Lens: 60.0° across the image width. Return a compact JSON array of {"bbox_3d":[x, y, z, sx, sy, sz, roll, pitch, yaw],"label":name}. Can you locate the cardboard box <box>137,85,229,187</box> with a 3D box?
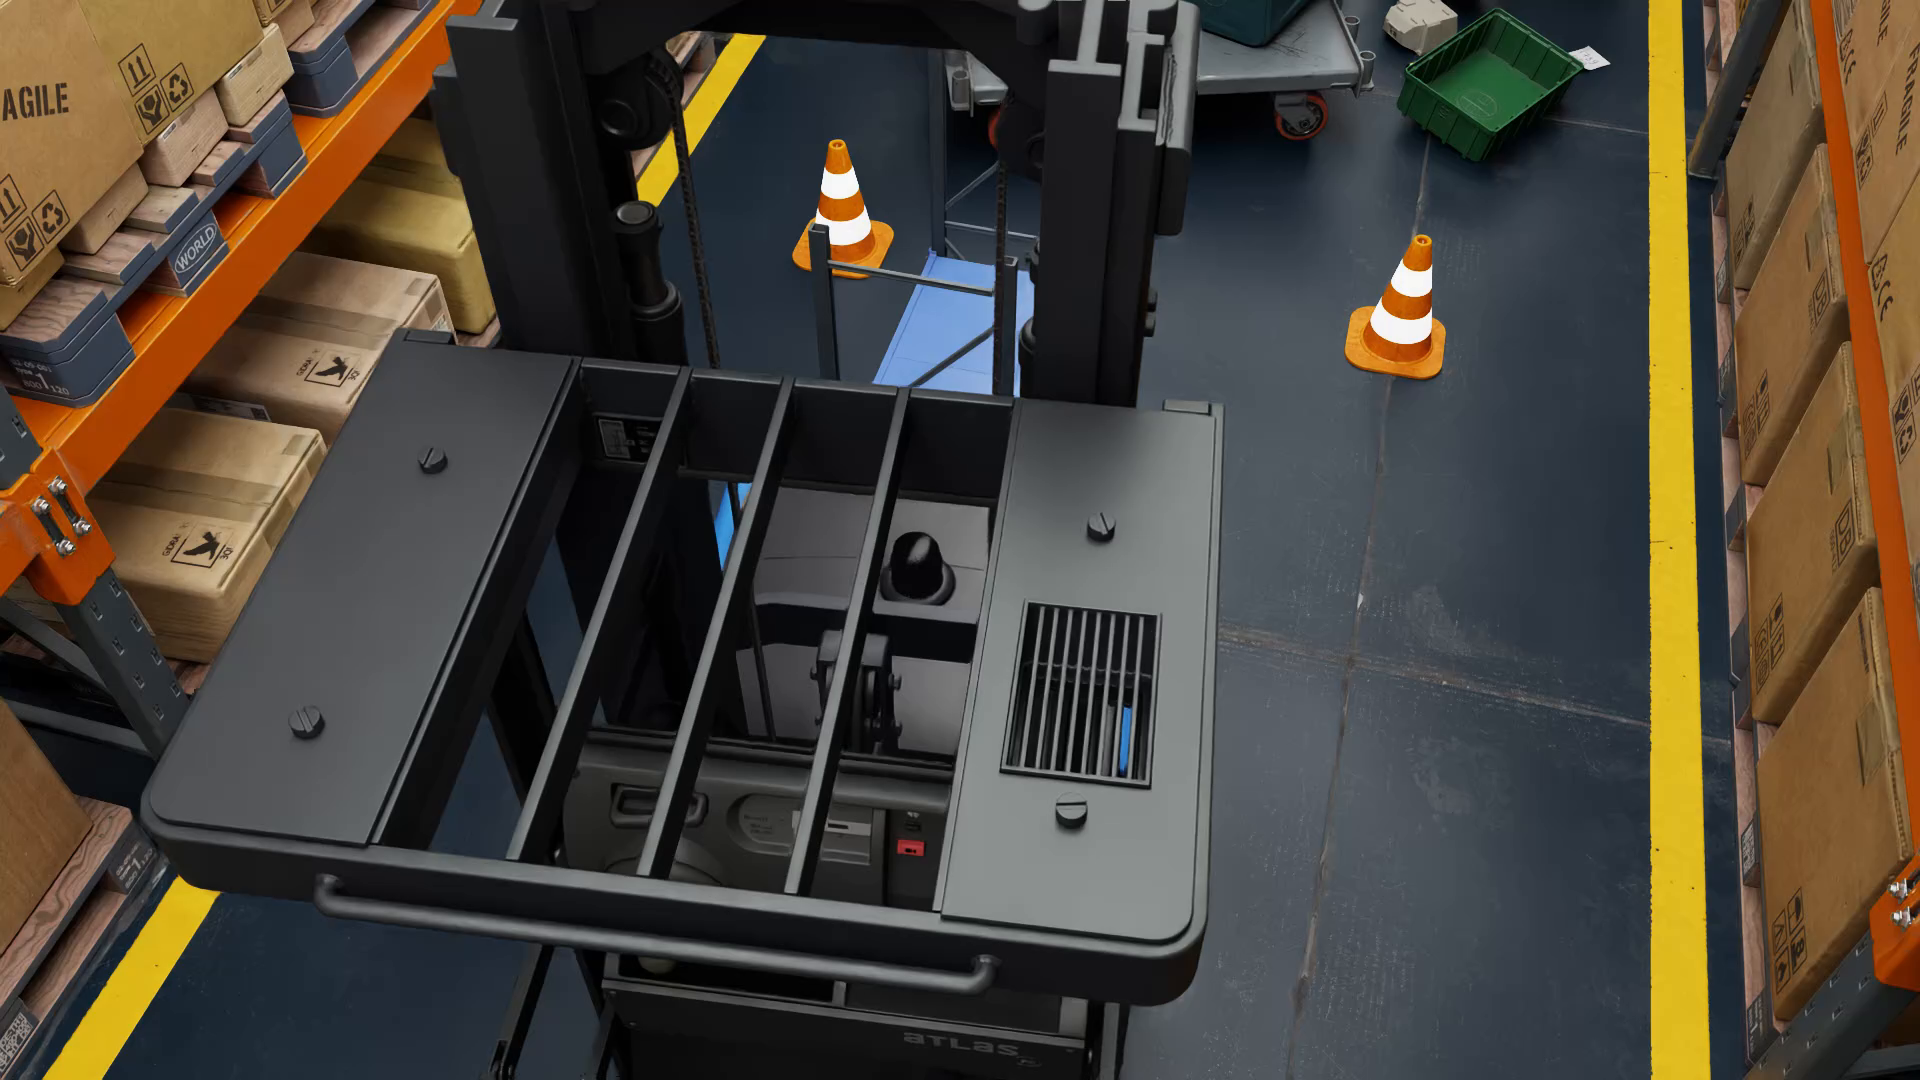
[{"bbox_3d":[-2.024,-1.008,4.026,0.380,0.149,0.250,9,49,8],"label":"cardboard box"}]

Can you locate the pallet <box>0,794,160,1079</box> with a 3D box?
[{"bbox_3d":[-2.792,1.111,4.129,1.003,0.211,1.213,12,50,10],"label":"pallet"}]

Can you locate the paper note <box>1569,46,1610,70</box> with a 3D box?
[{"bbox_3d":[2.646,-2.039,7.029,0.147,0.020,0.142,-19,51,-16],"label":"paper note"}]

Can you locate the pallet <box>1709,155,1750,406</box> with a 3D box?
[{"bbox_3d":[3.212,-0.861,5.869,1.003,0.211,1.213,12,50,10],"label":"pallet"}]

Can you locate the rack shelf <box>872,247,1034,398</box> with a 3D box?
[{"bbox_3d":[0.022,-0.439,4.877,0.538,0.185,1.000,12,50,10],"label":"rack shelf"}]

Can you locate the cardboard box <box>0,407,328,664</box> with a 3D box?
[{"bbox_3d":[-2.354,-0.043,4.760,0.950,0.372,0.625,9,49,7],"label":"cardboard box"}]

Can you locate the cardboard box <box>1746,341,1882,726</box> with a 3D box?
[{"bbox_3d":[2.764,0.086,4.394,1.050,0.750,0.750,12,50,11],"label":"cardboard box"}]

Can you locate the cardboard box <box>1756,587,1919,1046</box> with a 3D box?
[{"bbox_3d":[2.537,0.719,3.835,1.050,0.750,0.750,11,49,10],"label":"cardboard box"}]

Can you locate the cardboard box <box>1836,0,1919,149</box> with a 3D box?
[{"bbox_3d":[2.678,-1.336,4.362,0.500,0.500,0.500,11,50,10],"label":"cardboard box"}]

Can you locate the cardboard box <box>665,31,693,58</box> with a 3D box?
[{"bbox_3d":[-1.595,-2.150,6.619,0.950,0.372,0.625,12,50,11],"label":"cardboard box"}]

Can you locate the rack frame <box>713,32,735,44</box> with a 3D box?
[{"bbox_3d":[-1.459,-3.260,6.127,1.000,3.000,0.127,12,50,10],"label":"rack frame"}]

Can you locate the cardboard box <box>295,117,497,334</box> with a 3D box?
[{"bbox_3d":[-1.962,-1.126,5.716,0.950,0.372,0.625,13,50,11],"label":"cardboard box"}]

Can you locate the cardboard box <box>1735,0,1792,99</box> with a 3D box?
[{"bbox_3d":[3.576,-2.234,6.358,0.875,0.875,0.875,12,50,11],"label":"cardboard box"}]

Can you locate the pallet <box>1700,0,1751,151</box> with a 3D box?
[{"bbox_3d":[3.618,-1.968,6.847,1.003,0.211,1.213,12,50,10],"label":"pallet"}]

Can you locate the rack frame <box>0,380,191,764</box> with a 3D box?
[{"bbox_3d":[-2.512,-0.367,3.573,1.000,3.000,0.127,12,50,10],"label":"rack frame"}]

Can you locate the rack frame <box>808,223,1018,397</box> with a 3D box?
[{"bbox_3d":[-0.111,-0.190,4.418,0.500,1.500,0.032,12,50,10],"label":"rack frame"}]

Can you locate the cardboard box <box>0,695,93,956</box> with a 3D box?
[{"bbox_3d":[-2.774,0.680,3.786,0.875,0.875,0.875,11,50,10],"label":"cardboard box"}]

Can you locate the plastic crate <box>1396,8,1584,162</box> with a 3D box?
[{"bbox_3d":[2.124,-1.829,6.701,0.662,0.188,0.450,-37,68,-28],"label":"plastic crate"}]

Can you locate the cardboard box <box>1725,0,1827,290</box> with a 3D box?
[{"bbox_3d":[3.266,-1.284,5.603,1.050,0.750,0.750,11,50,10],"label":"cardboard box"}]

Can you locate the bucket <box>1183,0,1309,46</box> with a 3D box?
[{"bbox_3d":[1.154,-2.330,6.475,0.726,0.611,0.620,28,64,22],"label":"bucket"}]

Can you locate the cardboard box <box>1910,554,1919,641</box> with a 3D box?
[{"bbox_3d":[2.149,0.125,3.073,0.500,0.500,0.500,12,50,10],"label":"cardboard box"}]

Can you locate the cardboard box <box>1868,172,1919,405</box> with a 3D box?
[{"bbox_3d":[2.414,-0.597,3.710,0.500,0.500,0.500,11,49,9],"label":"cardboard box"}]

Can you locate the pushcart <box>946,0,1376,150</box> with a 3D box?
[{"bbox_3d":[0.753,-1.979,6.745,1.648,0.377,0.936,-4,49,-3],"label":"pushcart"}]

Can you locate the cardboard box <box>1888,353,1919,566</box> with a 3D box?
[{"bbox_3d":[2.282,-0.236,3.391,0.500,0.500,0.500,12,50,10],"label":"cardboard box"}]

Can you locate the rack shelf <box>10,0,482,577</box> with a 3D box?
[{"bbox_3d":[-1.986,-1.576,5.120,1.077,0.370,4.000,12,50,10],"label":"rack shelf"}]

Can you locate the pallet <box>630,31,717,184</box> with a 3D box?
[{"bbox_3d":[-1.663,-1.774,6.675,1.003,0.211,1.213,12,50,10],"label":"pallet"}]

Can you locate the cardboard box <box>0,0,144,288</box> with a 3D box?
[{"bbox_3d":[-2.171,-0.917,3.514,0.500,0.500,0.500,10,49,9],"label":"cardboard box"}]

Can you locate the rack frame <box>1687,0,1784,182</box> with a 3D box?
[{"bbox_3d":[3.343,-2.357,5.329,1.000,3.000,0.127,12,50,10],"label":"rack frame"}]

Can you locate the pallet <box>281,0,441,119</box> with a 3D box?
[{"bbox_3d":[-2.031,-1.744,4.916,1.003,0.211,1.213,12,50,10],"label":"pallet"}]

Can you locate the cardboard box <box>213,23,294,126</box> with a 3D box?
[{"bbox_3d":[-1.932,-1.203,4.198,0.380,0.149,0.250,12,50,10],"label":"cardboard box"}]

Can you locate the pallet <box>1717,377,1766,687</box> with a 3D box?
[{"bbox_3d":[2.893,0.024,5.088,1.003,0.211,1.213,12,50,10],"label":"pallet"}]

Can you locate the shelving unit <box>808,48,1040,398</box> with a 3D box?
[{"bbox_3d":[0.022,-0.558,4.742,0.538,1.500,1.048,12,50,10],"label":"shelving unit"}]

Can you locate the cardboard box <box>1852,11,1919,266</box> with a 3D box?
[{"bbox_3d":[2.544,-0.969,4.038,0.500,0.500,0.500,12,50,11],"label":"cardboard box"}]

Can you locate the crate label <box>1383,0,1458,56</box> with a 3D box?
[{"bbox_3d":[1.973,-2.209,7.108,0.298,0.136,0.250,-19,51,-16],"label":"crate label"}]

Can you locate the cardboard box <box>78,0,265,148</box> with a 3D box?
[{"bbox_3d":[-2.040,-1.296,3.848,0.500,0.500,0.500,14,50,12],"label":"cardboard box"}]

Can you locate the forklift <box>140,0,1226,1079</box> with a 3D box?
[{"bbox_3d":[-0.244,0.682,2.693,1.130,2.935,3.031,6,49,5],"label":"forklift"}]

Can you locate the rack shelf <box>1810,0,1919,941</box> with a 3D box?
[{"bbox_3d":[2.816,-0.672,4.322,1.077,0.370,4.000,12,50,10],"label":"rack shelf"}]

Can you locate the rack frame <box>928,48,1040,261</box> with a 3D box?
[{"bbox_3d":[0.156,-0.926,5.067,0.500,1.500,0.032,12,50,10],"label":"rack frame"}]

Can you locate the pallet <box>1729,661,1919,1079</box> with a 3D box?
[{"bbox_3d":[2.570,0.904,4.311,1.003,0.211,1.213,12,50,10],"label":"pallet"}]

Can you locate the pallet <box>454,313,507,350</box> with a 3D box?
[{"bbox_3d":[-1.982,-0.889,5.894,1.003,0.211,1.213,12,50,10],"label":"pallet"}]

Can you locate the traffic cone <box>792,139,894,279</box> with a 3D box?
[{"bbox_3d":[-0.435,-1.248,6.043,0.336,0.463,0.334,12,50,10],"label":"traffic cone"}]

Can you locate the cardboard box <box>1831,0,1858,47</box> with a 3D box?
[{"bbox_3d":[2.812,-1.697,4.680,0.500,0.500,0.500,12,50,10],"label":"cardboard box"}]

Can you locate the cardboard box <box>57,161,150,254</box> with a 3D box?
[{"bbox_3d":[-2.141,-0.819,3.860,0.380,0.149,0.250,9,49,8],"label":"cardboard box"}]

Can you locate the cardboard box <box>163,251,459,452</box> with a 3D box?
[{"bbox_3d":[-2.167,-0.579,5.233,0.950,0.372,0.625,11,49,9],"label":"cardboard box"}]

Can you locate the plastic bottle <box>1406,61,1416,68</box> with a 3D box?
[{"bbox_3d":[1.959,-1.882,6.870,0.133,0.061,0.283,-11,50,-10],"label":"plastic bottle"}]

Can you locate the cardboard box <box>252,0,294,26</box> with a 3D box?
[{"bbox_3d":[-1.907,-1.681,4.188,0.500,0.500,0.500,12,50,11],"label":"cardboard box"}]

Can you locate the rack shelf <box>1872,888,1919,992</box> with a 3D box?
[{"bbox_3d":[1.763,2.221,1.769,1.077,0.370,4.000,12,50,10],"label":"rack shelf"}]

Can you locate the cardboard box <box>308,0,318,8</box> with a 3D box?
[{"bbox_3d":[-1.907,-1.605,4.553,0.380,0.149,0.250,13,50,12],"label":"cardboard box"}]

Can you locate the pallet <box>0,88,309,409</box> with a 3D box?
[{"bbox_3d":[-2.427,-0.840,4.119,1.213,0.211,1.003,12,50,10],"label":"pallet"}]

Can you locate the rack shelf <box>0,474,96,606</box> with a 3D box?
[{"bbox_3d":[-3.039,1.318,2.566,1.077,0.370,4.000,12,50,10],"label":"rack shelf"}]

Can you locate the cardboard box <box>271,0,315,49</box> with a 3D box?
[{"bbox_3d":[-1.944,-1.393,4.366,0.380,0.149,0.250,14,50,12],"label":"cardboard box"}]

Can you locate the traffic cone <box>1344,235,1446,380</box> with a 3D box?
[{"bbox_3d":[1.533,-0.845,5.687,0.336,0.463,0.334,12,50,10],"label":"traffic cone"}]

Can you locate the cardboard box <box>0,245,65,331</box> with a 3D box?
[{"bbox_3d":[-2.247,-0.621,3.685,0.380,0.149,0.250,9,49,8],"label":"cardboard box"}]

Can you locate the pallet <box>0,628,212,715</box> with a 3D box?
[{"bbox_3d":[-2.305,-0.009,5.117,1.003,0.211,1.213,12,50,10],"label":"pallet"}]

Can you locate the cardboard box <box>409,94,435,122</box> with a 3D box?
[{"bbox_3d":[-1.781,-1.629,6.160,0.950,0.372,0.625,14,50,12],"label":"cardboard box"}]

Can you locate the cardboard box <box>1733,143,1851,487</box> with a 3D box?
[{"bbox_3d":[3.008,-0.587,4.988,1.050,0.750,0.750,12,50,10],"label":"cardboard box"}]
